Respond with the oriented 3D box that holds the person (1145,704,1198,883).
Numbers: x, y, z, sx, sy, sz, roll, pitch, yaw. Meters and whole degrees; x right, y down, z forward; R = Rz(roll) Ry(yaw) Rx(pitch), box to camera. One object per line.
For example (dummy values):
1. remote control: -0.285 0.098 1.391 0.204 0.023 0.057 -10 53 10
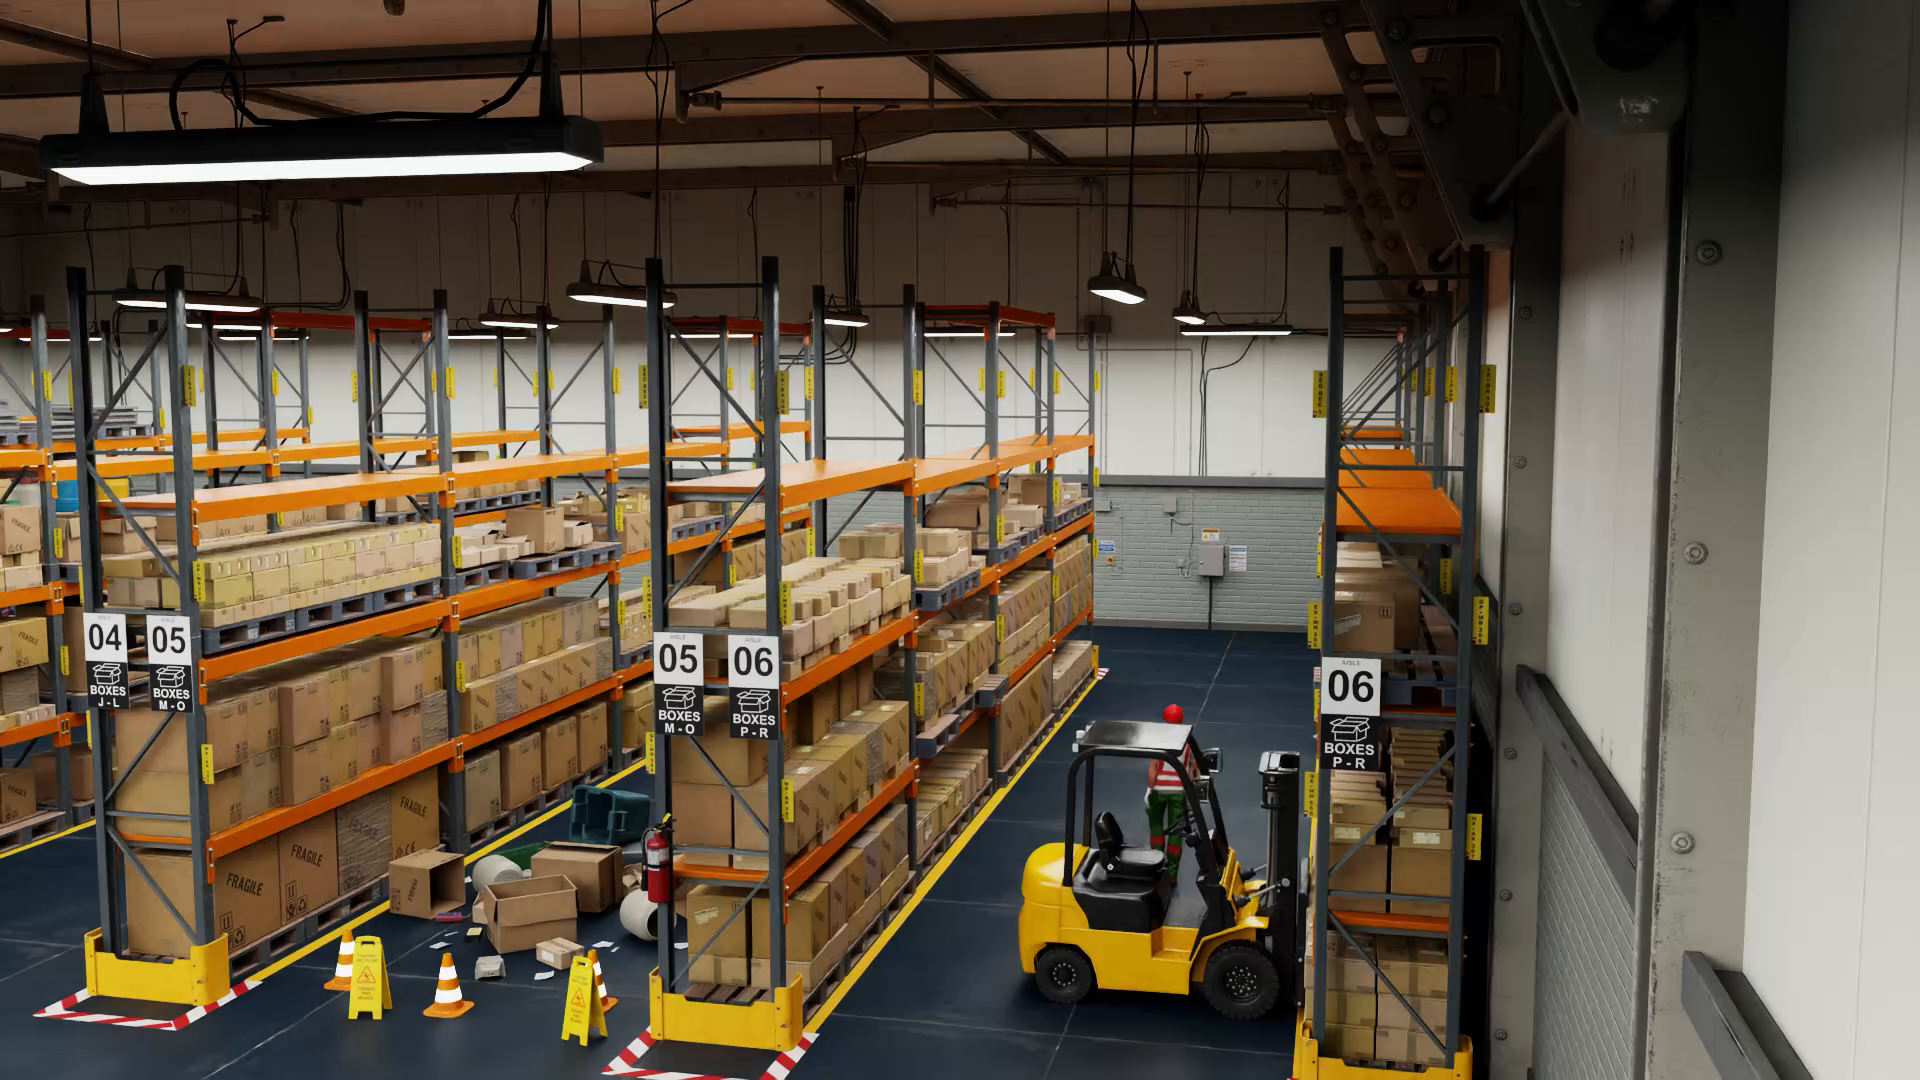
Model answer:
1. person: 2.151 2.578 16.922 0.558 1.808 0.542 0 6 2
